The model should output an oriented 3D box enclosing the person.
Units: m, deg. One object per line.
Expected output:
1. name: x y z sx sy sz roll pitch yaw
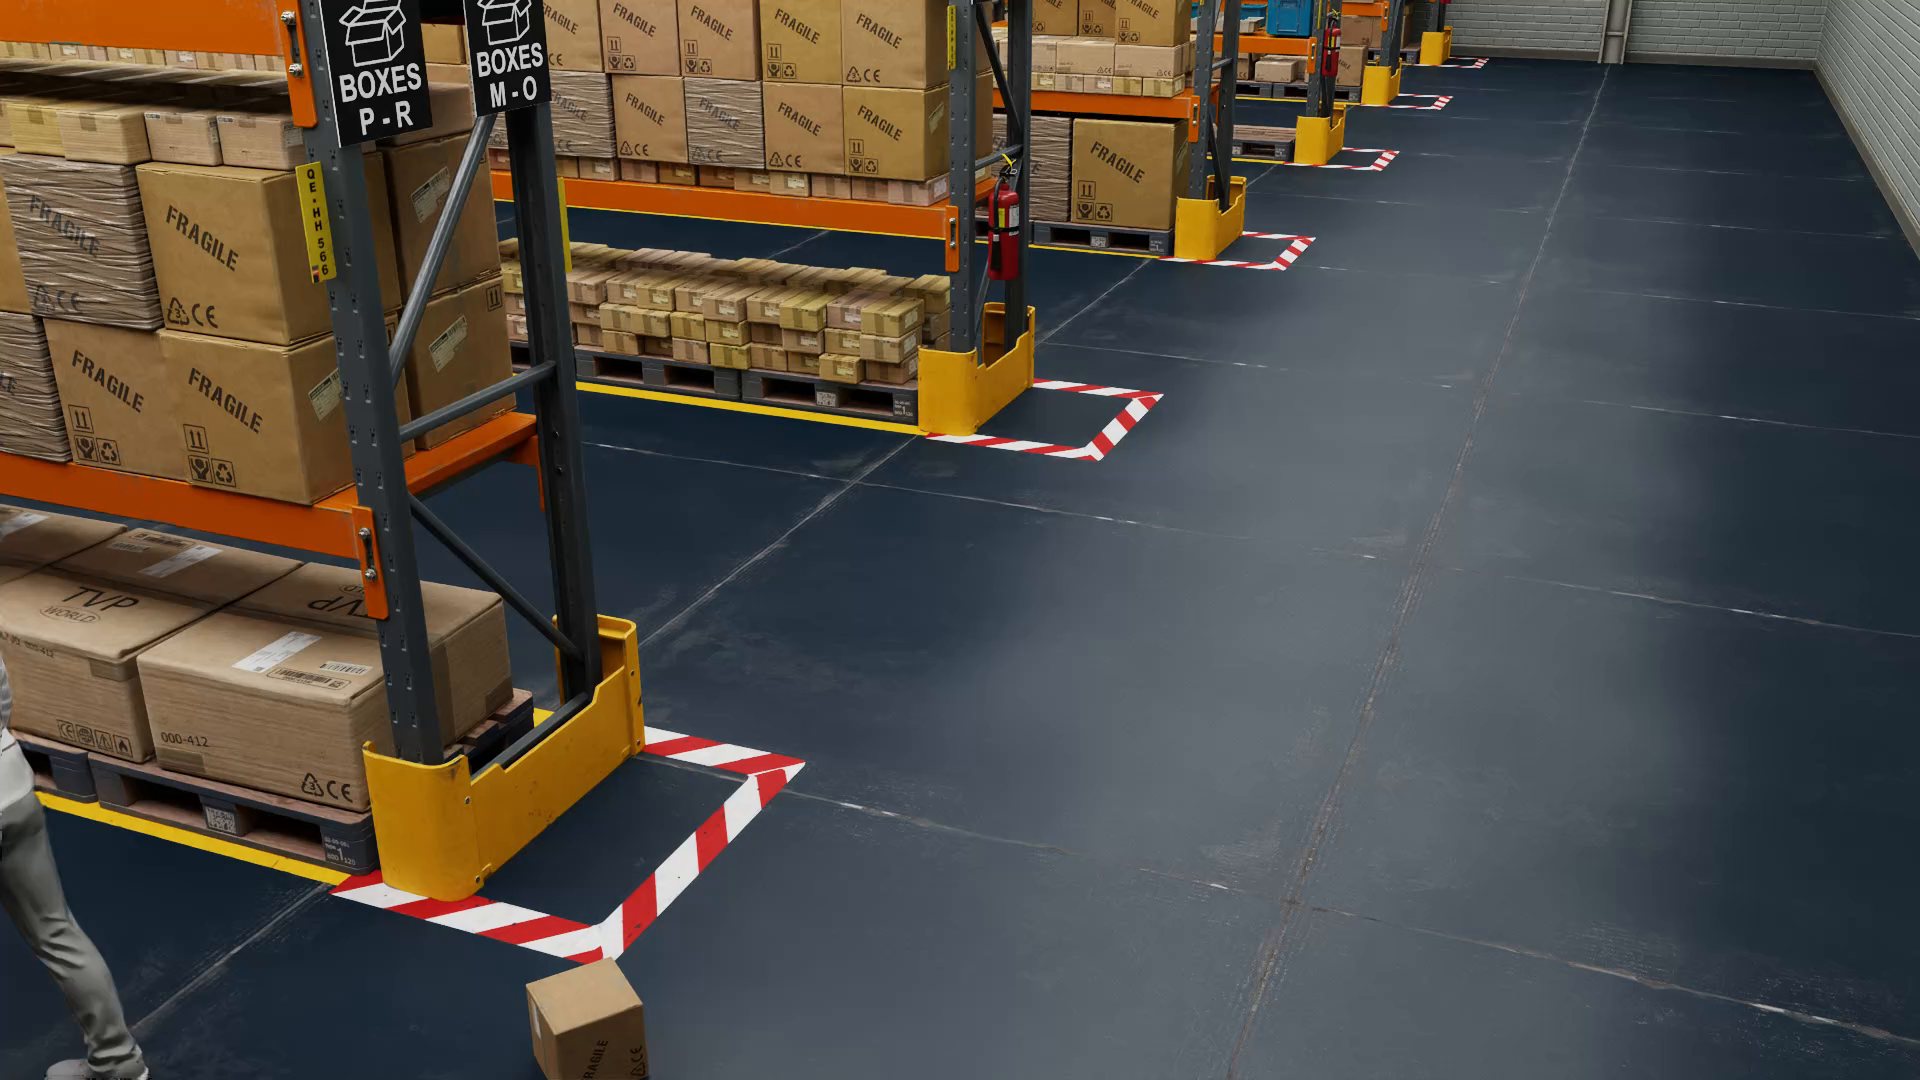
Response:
1. person: -2.656 0.698 4.346 0.921 1.634 0.507 7 23 16
